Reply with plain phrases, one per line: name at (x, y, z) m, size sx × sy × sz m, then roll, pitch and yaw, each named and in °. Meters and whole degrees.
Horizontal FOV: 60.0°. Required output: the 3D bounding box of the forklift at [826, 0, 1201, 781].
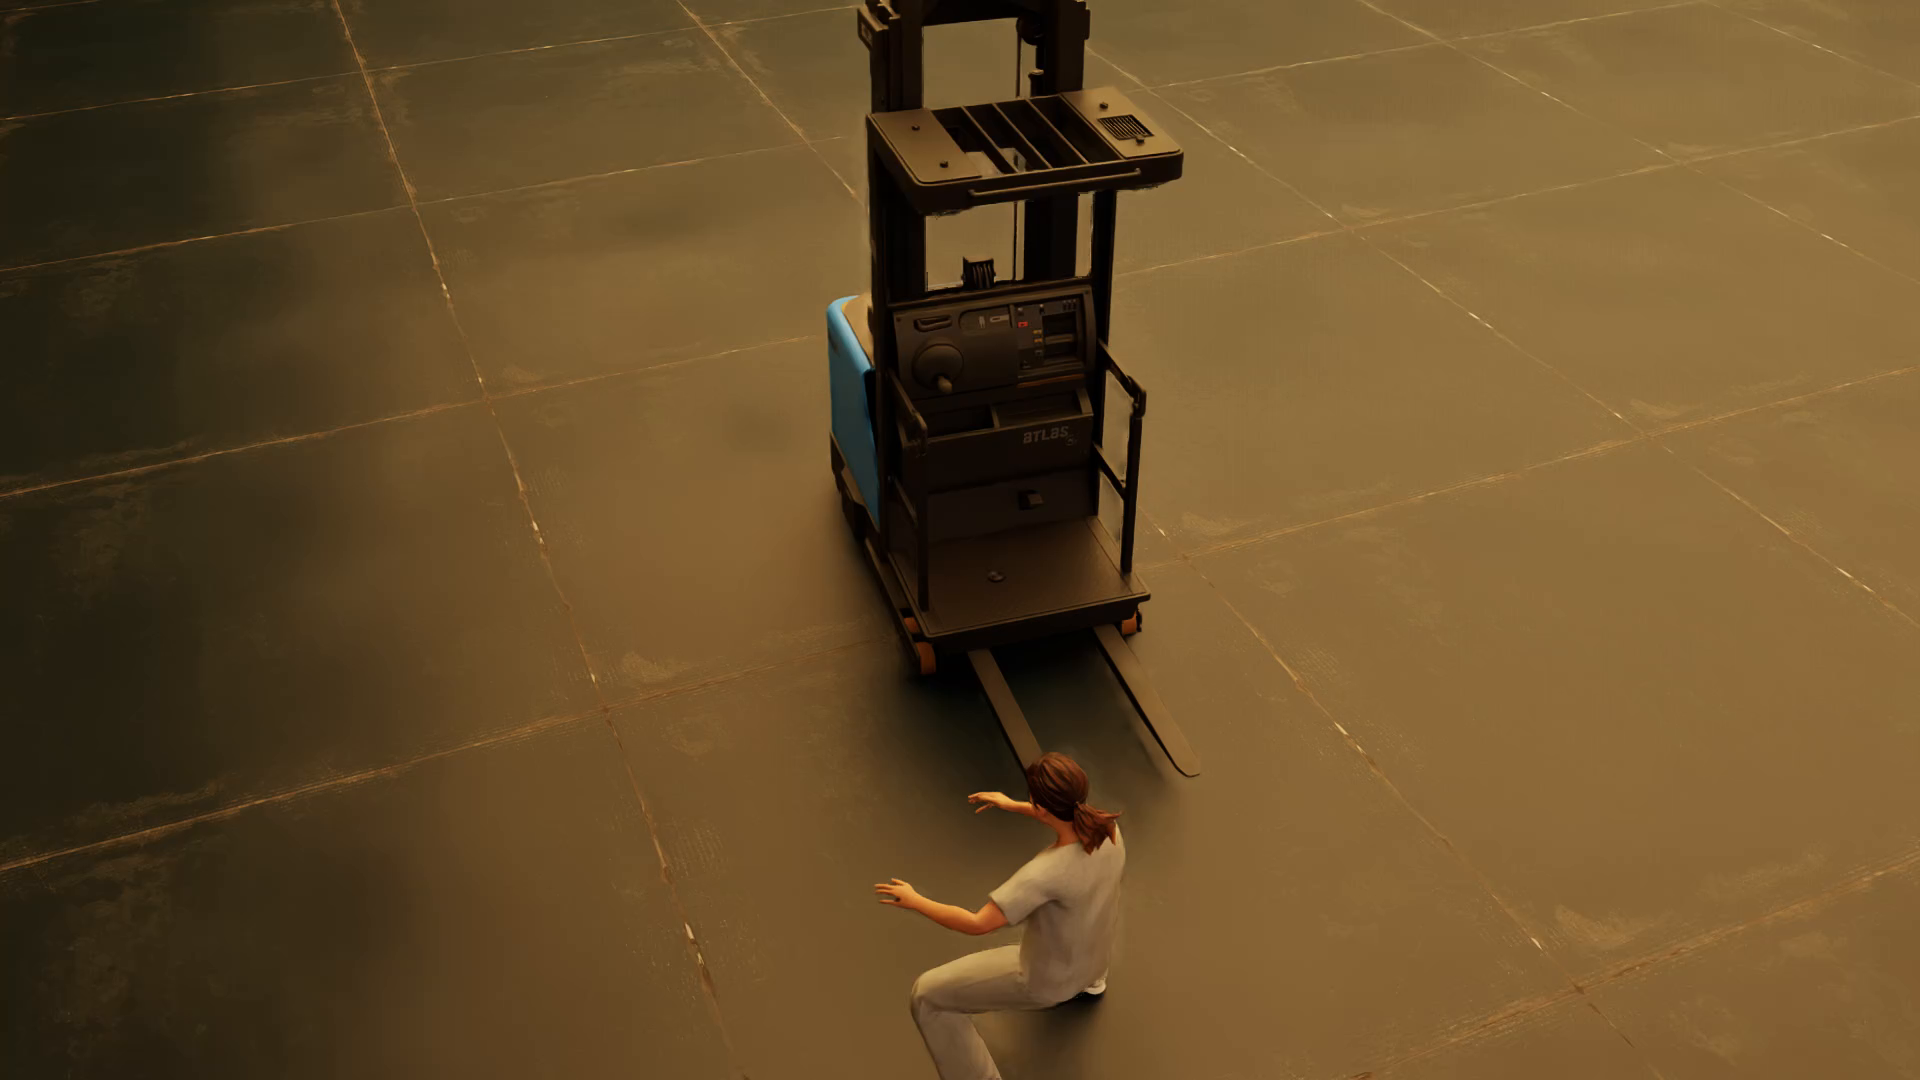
forklift at (0.226, -0.824, 7.257) m, size 1.130 × 2.935 × 3.031 m, roll -10°, pitch 37°, yaw -14°

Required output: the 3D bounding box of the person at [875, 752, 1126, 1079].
person at (0.203, 1.256, 5.606) m, size 0.681 × 1.451 × 0.947 m, roll 29°, pitch 44°, yaw 34°
